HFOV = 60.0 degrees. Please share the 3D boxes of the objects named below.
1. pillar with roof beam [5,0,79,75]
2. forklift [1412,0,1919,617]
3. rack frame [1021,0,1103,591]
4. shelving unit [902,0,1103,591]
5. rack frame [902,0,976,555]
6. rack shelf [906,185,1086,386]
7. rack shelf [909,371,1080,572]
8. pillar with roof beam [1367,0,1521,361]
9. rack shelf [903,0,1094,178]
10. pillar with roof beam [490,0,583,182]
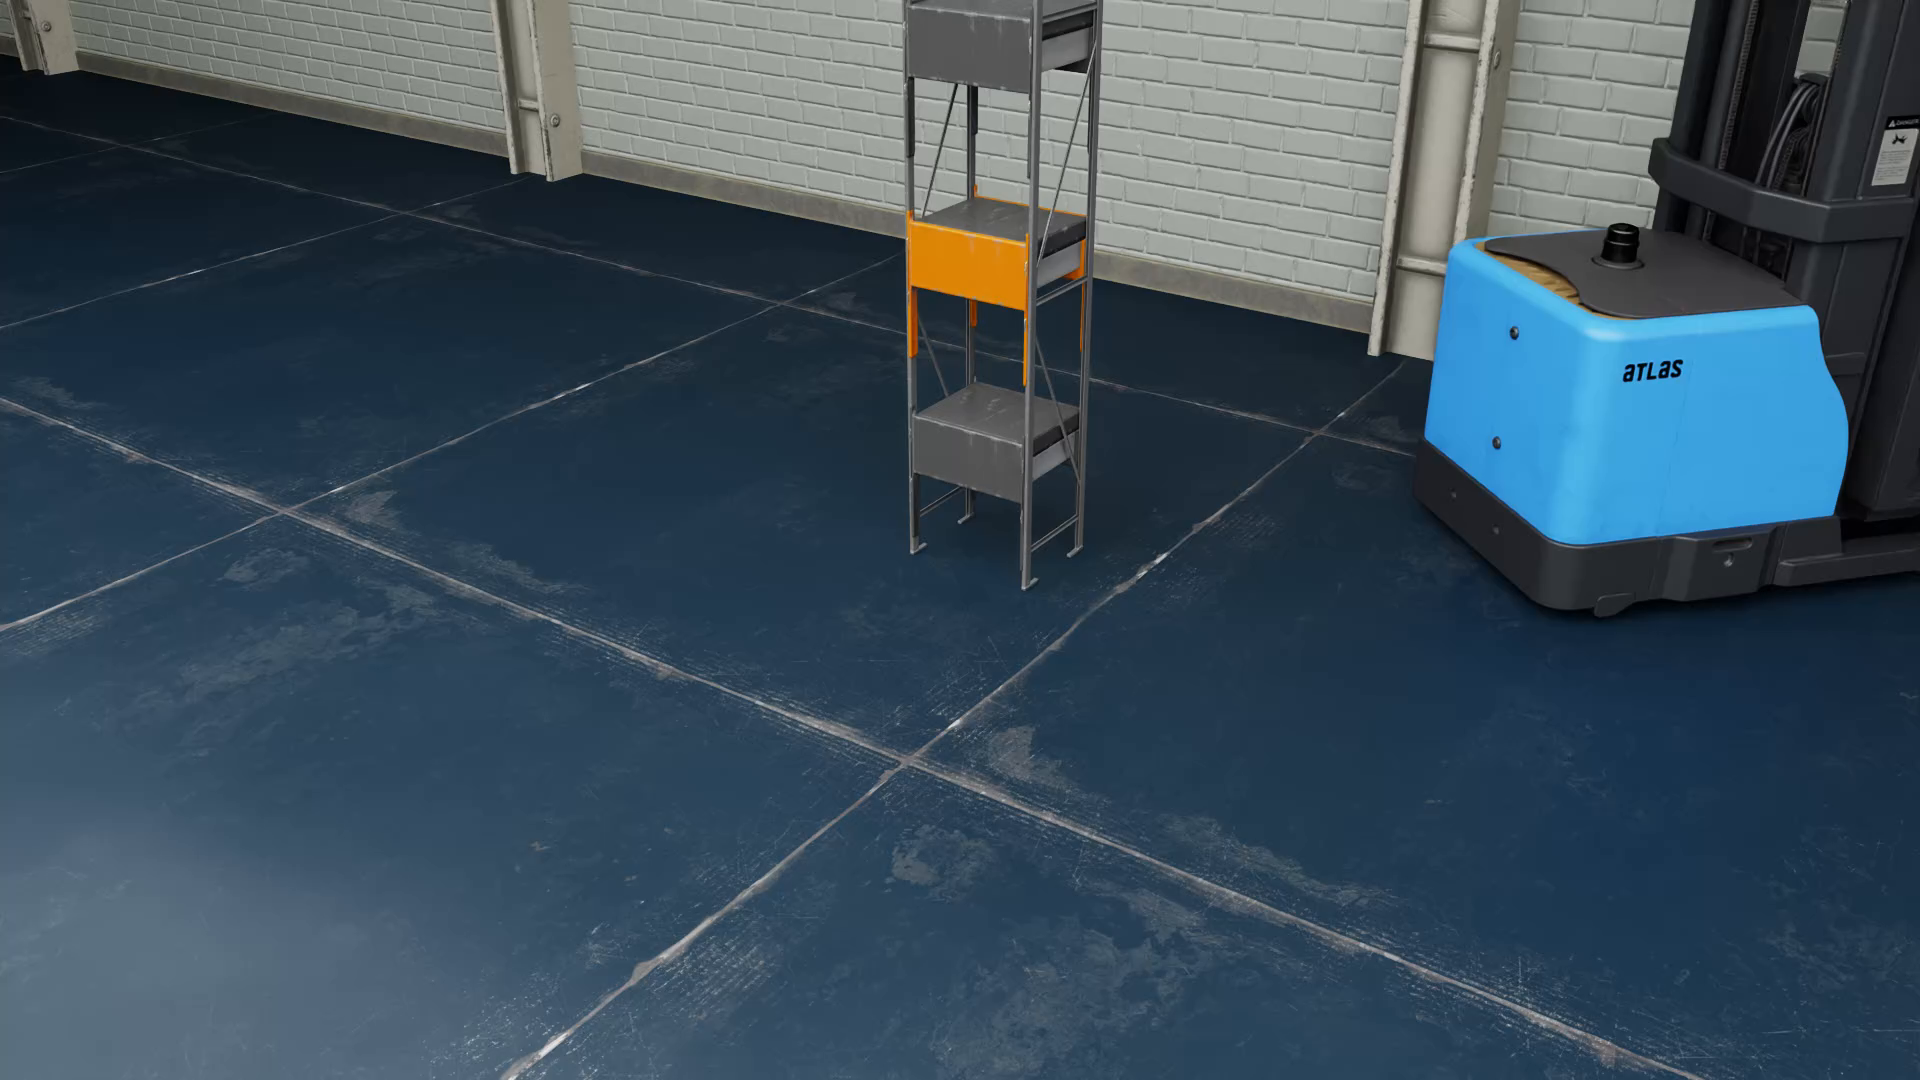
[{"bbox_3d":[-10.118,-6.385,8.875,0.400,9.000,9.100,17,32,30],"label":"pillar with roof beam"},{"bbox_3d":[3.328,-1.386,5.743,3.031,2.935,1.130,-6,28,-12],"label":"forklift"},{"bbox_3d":[0.338,-0.831,5.567,0.015,2.100,0.400,17,32,30],"label":"rack frame"},{"bbox_3d":[0.136,-0.893,5.690,0.503,2.100,0.431,17,32,30],"label":"shelving unit"},{"bbox_3d":[-0.065,-0.956,5.813,0.015,2.100,0.400,17,32,30],"label":"rack frame"},{"bbox_3d":[0.136,-0.881,5.696,0.480,0.518,0.431,17,32,30],"label":"rack shelf"},{"bbox_3d":[0.136,-0.257,6.014,0.480,0.518,0.431,17,32,30],"label":"rack shelf"},{"bbox_3d":[-0.226,-3.304,2.820,0.400,9.000,9.100,17,32,30],"label":"pillar with roof beam"},{"bbox_3d":[0.136,-1.505,5.379,0.480,0.518,0.431,17,32,30],"label":"rack shelf"},{"bbox_3d":[-5.172,-4.844,5.847,0.400,9.000,9.100,17,32,30],"label":"pillar with roof beam"}]
